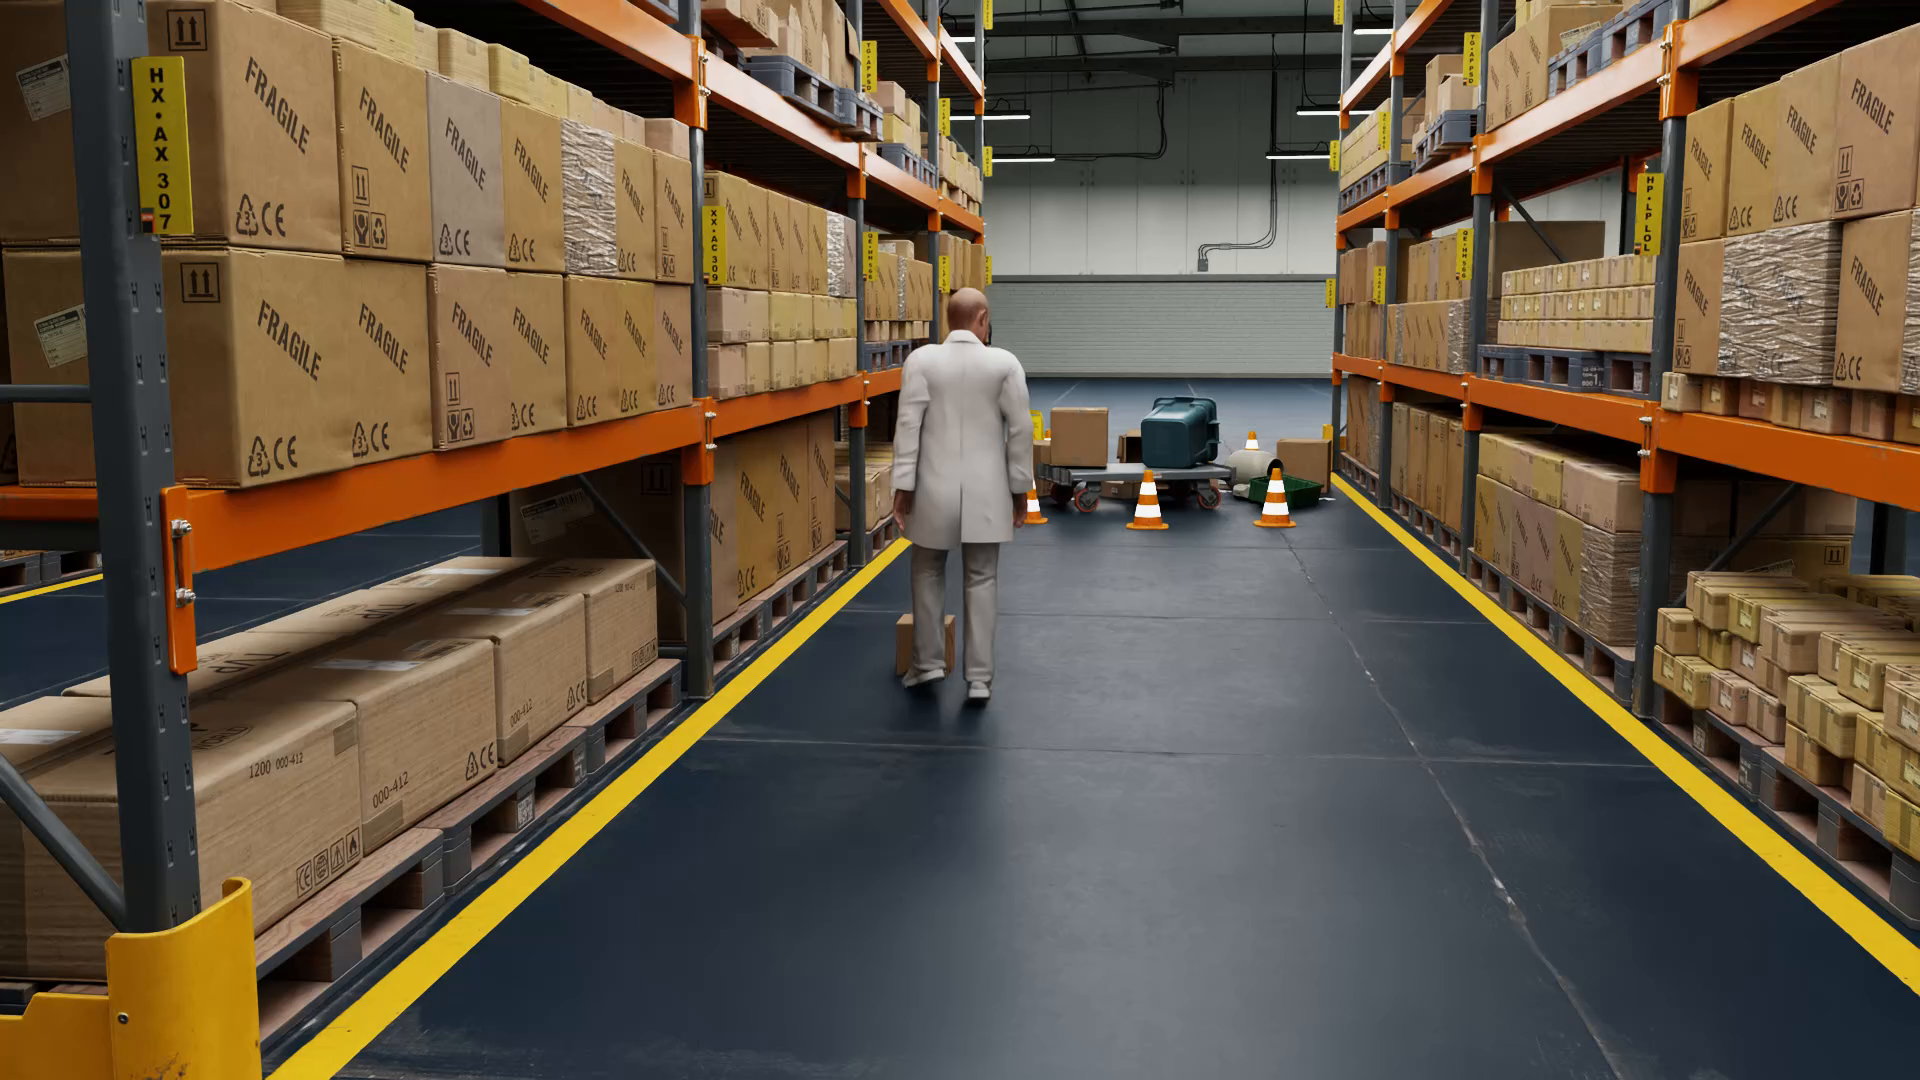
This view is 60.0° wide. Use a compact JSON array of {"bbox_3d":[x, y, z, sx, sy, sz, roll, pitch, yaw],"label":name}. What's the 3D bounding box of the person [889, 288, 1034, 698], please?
[{"bbox_3d":[0.005,-0.187,7.305,0.627,1.812,0.606,0,7,-1],"label":"person"}]
